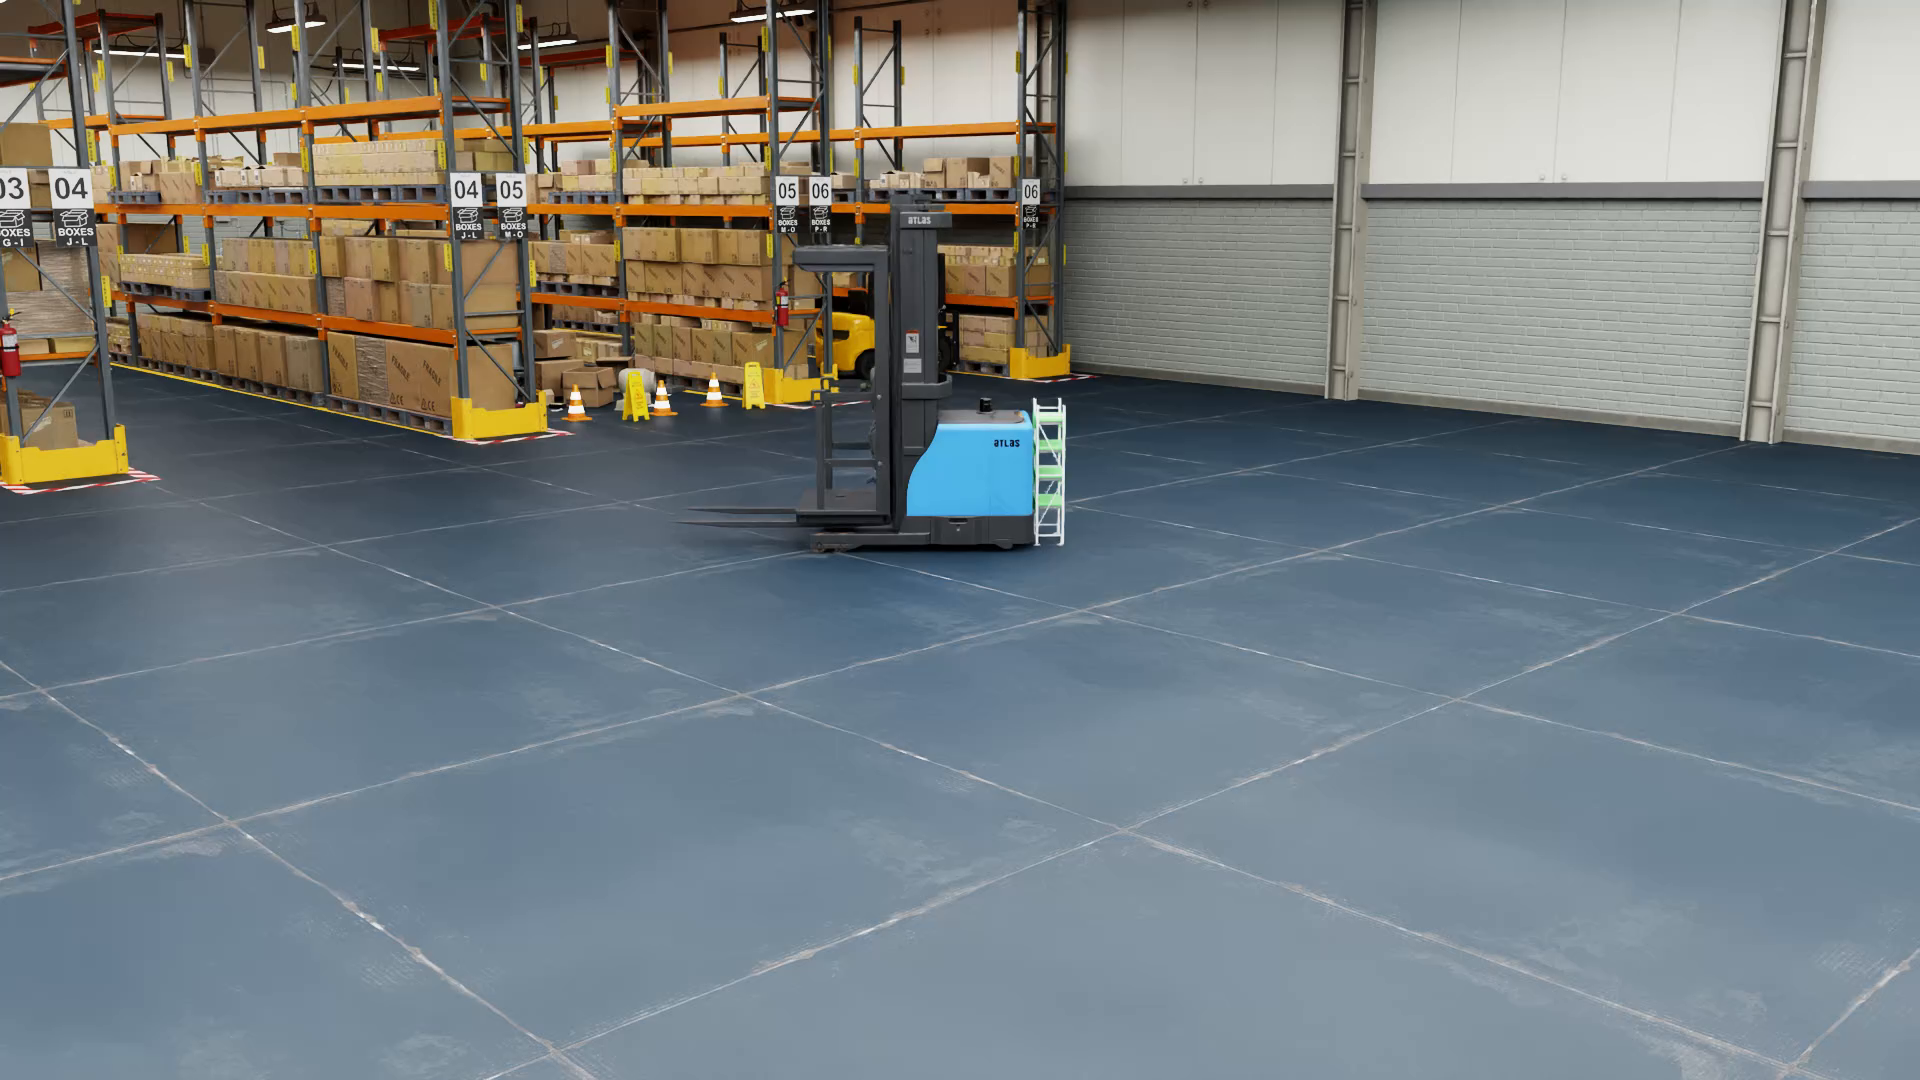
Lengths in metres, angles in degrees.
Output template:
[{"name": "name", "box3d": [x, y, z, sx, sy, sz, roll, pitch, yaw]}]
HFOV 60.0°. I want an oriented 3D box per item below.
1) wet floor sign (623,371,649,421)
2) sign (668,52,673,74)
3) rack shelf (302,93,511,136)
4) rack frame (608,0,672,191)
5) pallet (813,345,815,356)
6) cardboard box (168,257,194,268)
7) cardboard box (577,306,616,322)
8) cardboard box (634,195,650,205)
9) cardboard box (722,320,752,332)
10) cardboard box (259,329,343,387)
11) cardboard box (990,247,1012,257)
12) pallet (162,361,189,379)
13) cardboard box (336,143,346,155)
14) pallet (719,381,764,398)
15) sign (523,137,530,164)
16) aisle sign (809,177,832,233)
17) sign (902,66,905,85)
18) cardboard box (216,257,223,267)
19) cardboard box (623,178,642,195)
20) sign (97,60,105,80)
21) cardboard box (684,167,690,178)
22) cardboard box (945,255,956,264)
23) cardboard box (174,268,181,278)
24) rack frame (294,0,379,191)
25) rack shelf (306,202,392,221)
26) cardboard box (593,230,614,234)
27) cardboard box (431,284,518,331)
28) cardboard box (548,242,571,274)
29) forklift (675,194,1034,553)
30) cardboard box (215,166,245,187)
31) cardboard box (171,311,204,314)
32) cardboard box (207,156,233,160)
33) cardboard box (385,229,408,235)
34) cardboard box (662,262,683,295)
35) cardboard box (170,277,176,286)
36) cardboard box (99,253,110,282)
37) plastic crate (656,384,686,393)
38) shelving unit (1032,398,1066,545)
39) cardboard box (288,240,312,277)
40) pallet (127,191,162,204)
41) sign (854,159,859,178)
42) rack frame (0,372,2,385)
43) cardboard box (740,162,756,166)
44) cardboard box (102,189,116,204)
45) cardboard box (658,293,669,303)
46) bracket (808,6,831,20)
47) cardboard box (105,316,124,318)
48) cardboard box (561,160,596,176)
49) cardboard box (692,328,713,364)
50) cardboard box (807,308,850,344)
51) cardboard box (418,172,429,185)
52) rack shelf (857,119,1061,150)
[{"name": "wet floor sign", "box3d": [-4.331, -1.926, 22.160, 0.232, 0.644, 0.267, 8, 14, 35]}, {"name": "sign", "box3d": [-4.630, -7.603, 26.503, 0.100, 0.325, 0.005, -11, 16, -43]}, {"name": "rack shelf", "box3d": [-7.164, -5.489, 21.528, 1.077, 0.370, 4.000, -11, 16, -43]}, {"name": "rack frame", "box3d": [-5.035, -7.034, 26.251, 1.000, 3.000, 0.127, -11, 16, -43]}, {"name": "pallet", "box3d": [-1.985, -3.524, 30.994, 1.003, 0.211, 1.213, -11, 16, -43]}, {"name": "cardboard box", "box3d": [-12.517, -4.470, 26.782, 0.380, 0.149, 0.250, -10, 15, -41]}, {"name": "cardboard box", "box3d": [-8.102, -5.136, 37.063, 0.500, 0.500, 0.700, 11, 16, 43]}, {"name": "cardboard box", "box3d": [-4.859, -5.316, 25.968, 0.380, 0.149, 0.250, -11, 16, -42]}, {"name": "cardboard box", "box3d": [-3.317, -3.181, 24.723, 0.380, 0.149, 0.250, -10, 15, -41]}, {"name": "cardboard box", "box3d": [-9.703, -2.714, 24.687, 1.050, 0.750, 0.750, -11, 16, -43]}, {"name": "cardboard box", "box3d": [0.722, -4.771, 27.543, 0.380, 0.149, 0.250, -11, 16, -42]}, {"name": "pallet", "box3d": [-12.685, -2.901, 27.971, 1.003, 0.211, 1.213, -11, 16, -43]}, {"name": "cardboard box", "box3d": [-8.013, -5.171, 22.000, 0.380, 0.149, 0.250, -11, 16, -43]}, {"name": "pallet", "box3d": [-2.861, -2.281, 24.958, 1.003, 0.211, 1.213, -11, 16, -43]}, {"name": "sign", "box3d": [-5.377, -4.820, 20.576, 0.100, 0.325, 0.005, -11, 16, -43]}, {"name": "aisle sign", "box3d": [-2.006, -4.819, 23.927, 0.394, 0.787, 0.004, -11, 16, -43]}, {"name": "sign", "box3d": [-1.029, -8.335, 29.859, 0.100, 0.325, 0.005, -11, 16, -43]}, {"name": "cardboard box", "box3d": [-11.840, -4.519, 27.017, 0.380, 0.149, 0.250, -11, 16, -43]}, {"name": "cardboard box", "box3d": [-4.929, -5.535, 26.042, 0.500, 0.250, 0.500, -11, 16, -44]}, {"name": "sign", "box3d": [-14.475, -7.920, 28.043, 0.100, 0.325, 0.005, -11, 16, -43]}, {"name": "cardboard box", "box3d": [-3.920, -5.525, 25.010, 0.380, 0.149, 0.250, -10, 16, -41]}, {"name": "cardboard box", "box3d": [-0.031, -4.766, 28.256, 0.380, 0.149, 0.250, -11, 16, -42]}, {"name": "cardboard box", "box3d": [-12.347, -4.289, 26.638, 0.380, 0.149, 0.250, -10, 16, -41]}, {"name": "rack frame", "box3d": [-8.545, -6.329, 22.832, 1.000, 3.000, 0.127, -11, 16, -43]}, {"name": "rack shelf", "box3d": [-11.941, -6.672, 33.710, 1.077, 0.370, 4.000, -11, 16, -43]}, {"name": "cardboard box", "box3d": [-7.808, -6.649, 37.028, 0.500, 0.500, 0.500, 11, 16, 44]}, {"name": "cardboard box", "box3d": [-6.072, -2.929, 20.821, 0.875, 0.550, 0.550, -11, 16, -43]}, {"name": "cardboard box", "box3d": [-6.578, -4.756, 28.037, 0.500, 0.500, 0.500, 11, 16, 43]}, {"name": "forklift", "box3d": [-0.897, -1.437, 14.124, 3.031, 2.935, 1.130, 0, 12, 0]}, {"name": "cardboard box", "box3d": [-10.967, -5.519, 25.263, 0.500, 0.311, 0.500, -11, 16, -42]}, {"name": "cardboard box", "box3d": [-13.373, -3.834, 28.882, 0.500, 0.250, 0.500, 11, 16, 44]}, {"name": "cardboard box", "box3d": [-11.948, -6.072, 26.873, 0.396, 0.266, 0.258, -11, 16, -43]}, {"name": "cardboard box", "box3d": [-11.085, -5.832, 32.560, 0.500, 0.500, 0.500, -11, 16, -43]}, {"name": "cardboard box", "box3d": [-4.232, -4.042, 25.612, 0.500, 0.500, 0.500, -11, 16, -43]}, {"name": "cardboard box", "box3d": [-12.498, -4.176, 26.830, 0.380, 0.149, 0.250, -11, 16, -43]}, {"name": "cardboard box", "box3d": [-14.966, -4.860, 29.584, 0.500, 0.500, 0.500, 11, 16, 44]}, {"name": "plastic crate", "box3d": [-4.544, -2.322, 25.485, 0.583, 0.080, 0.402, 6, 13, 26]}, {"name": "shelving unit", "box3d": [0.762, -0.594, 14.323, 0.258, 1.200, 0.503, 0, 12, -1]}, {"name": "cardboard box", "box3d": [-9.249, -4.076, 24.037, 0.700, 0.500, 0.500, -11, 16, -43]}, {"name": "pallet", "box3d": [-13.002, -5.680, 27.578, 1.213, 0.211, 1.003, -11, 16, -43]}, {"name": "sign", "box3d": [-1.833, -6.587, 29.456, 0.100, 0.325, 0.005, -11, 16, -43]}, {"name": "rack frame", "box3d": [-12.202, -2.715, 20.154, 1.000, 3.000, 0.127, -11, 16, -43]}, {"name": "cardboard box", "box3d": [-3.886, -7.005, 32.007, 0.500, 0.500, 0.500, -11, 16, -42]}, {"name": "cardboard box", "box3d": [-14.604, -5.988, 28.982, 0.500, 0.250, 0.500, -10, 16, -41]}, {"name": "cardboard box", "box3d": [-4.486, -3.777, 25.932, 0.380, 0.149, 0.250, -10, 15, -41]}, {"name": "bracket", "box3d": [-2.628, -9.898, 31.234, 0.235, 0.232, 0.430, -11, 16, -43]}, {"name": "cardboard box", "box3d": [-16.284, -4.201, 31.919, 0.380, 0.149, 0.250, -11, 16, -42]}, {"name": "cardboard box", "box3d": [-6.248, -6.154, 27.509, 0.500, 0.250, 0.500, -11, 16, -42]}, {"name": "cardboard box", "box3d": [-3.721, -2.969, 25.303, 0.500, 0.500, 0.500, 11, 16, 44]}, {"name": "cardboard box", "box3d": [-2.346, -4.019, 31.331, 0.875, 0.625, 0.625, -11, 16, -43]}, {"name": "cardboard box", "box3d": [-6.431, -4.446, 20.459, 0.380, 0.149, 0.250, -11, 16, -42]}, {"name": "rack shelf", "box3d": [-0.066, -6.886, 28.308, 1.077, 0.370, 4.000, -11, 16, -43]}]
